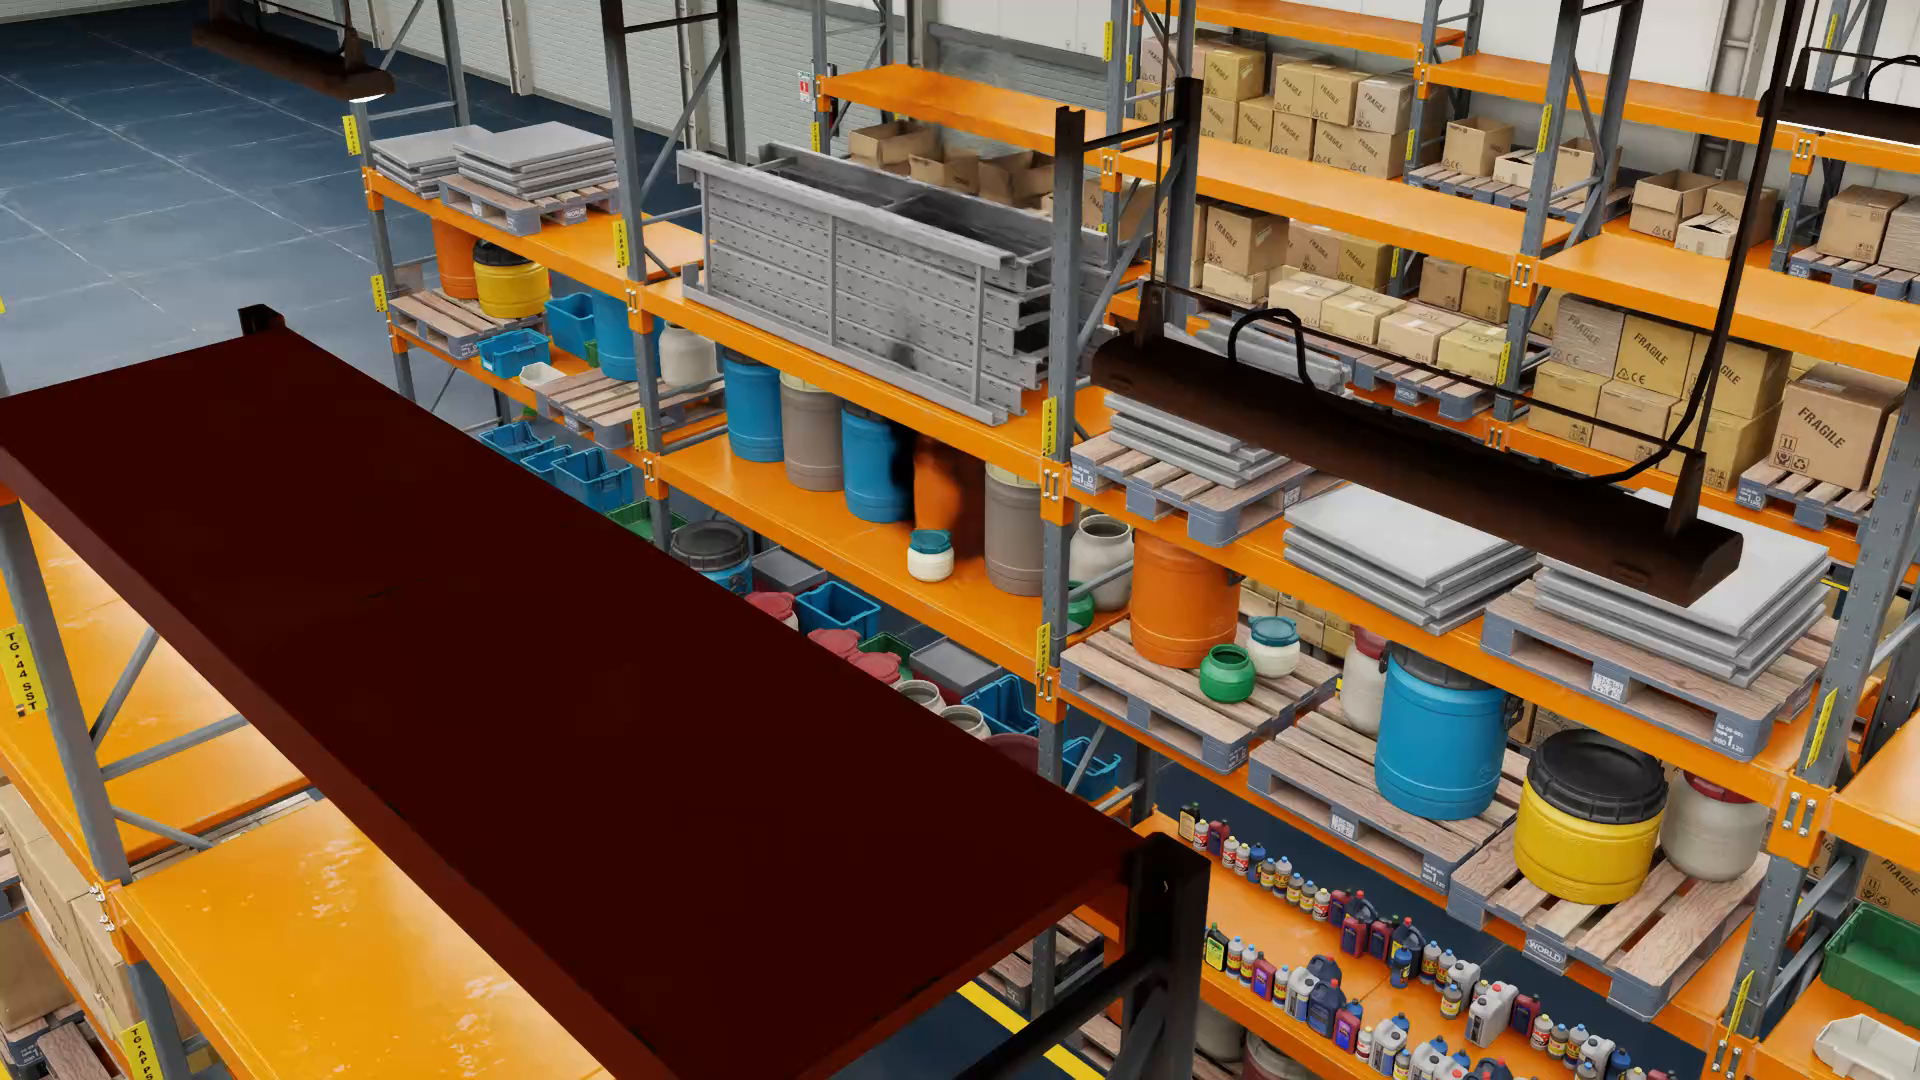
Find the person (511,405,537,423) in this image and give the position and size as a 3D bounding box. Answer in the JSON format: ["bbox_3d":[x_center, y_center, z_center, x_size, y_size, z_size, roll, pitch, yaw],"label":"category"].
[{"bbox_3d":[-4.781,-2.202,19.113,0.957,1.774,0.671,-7,29,-12],"label":"person"}]
